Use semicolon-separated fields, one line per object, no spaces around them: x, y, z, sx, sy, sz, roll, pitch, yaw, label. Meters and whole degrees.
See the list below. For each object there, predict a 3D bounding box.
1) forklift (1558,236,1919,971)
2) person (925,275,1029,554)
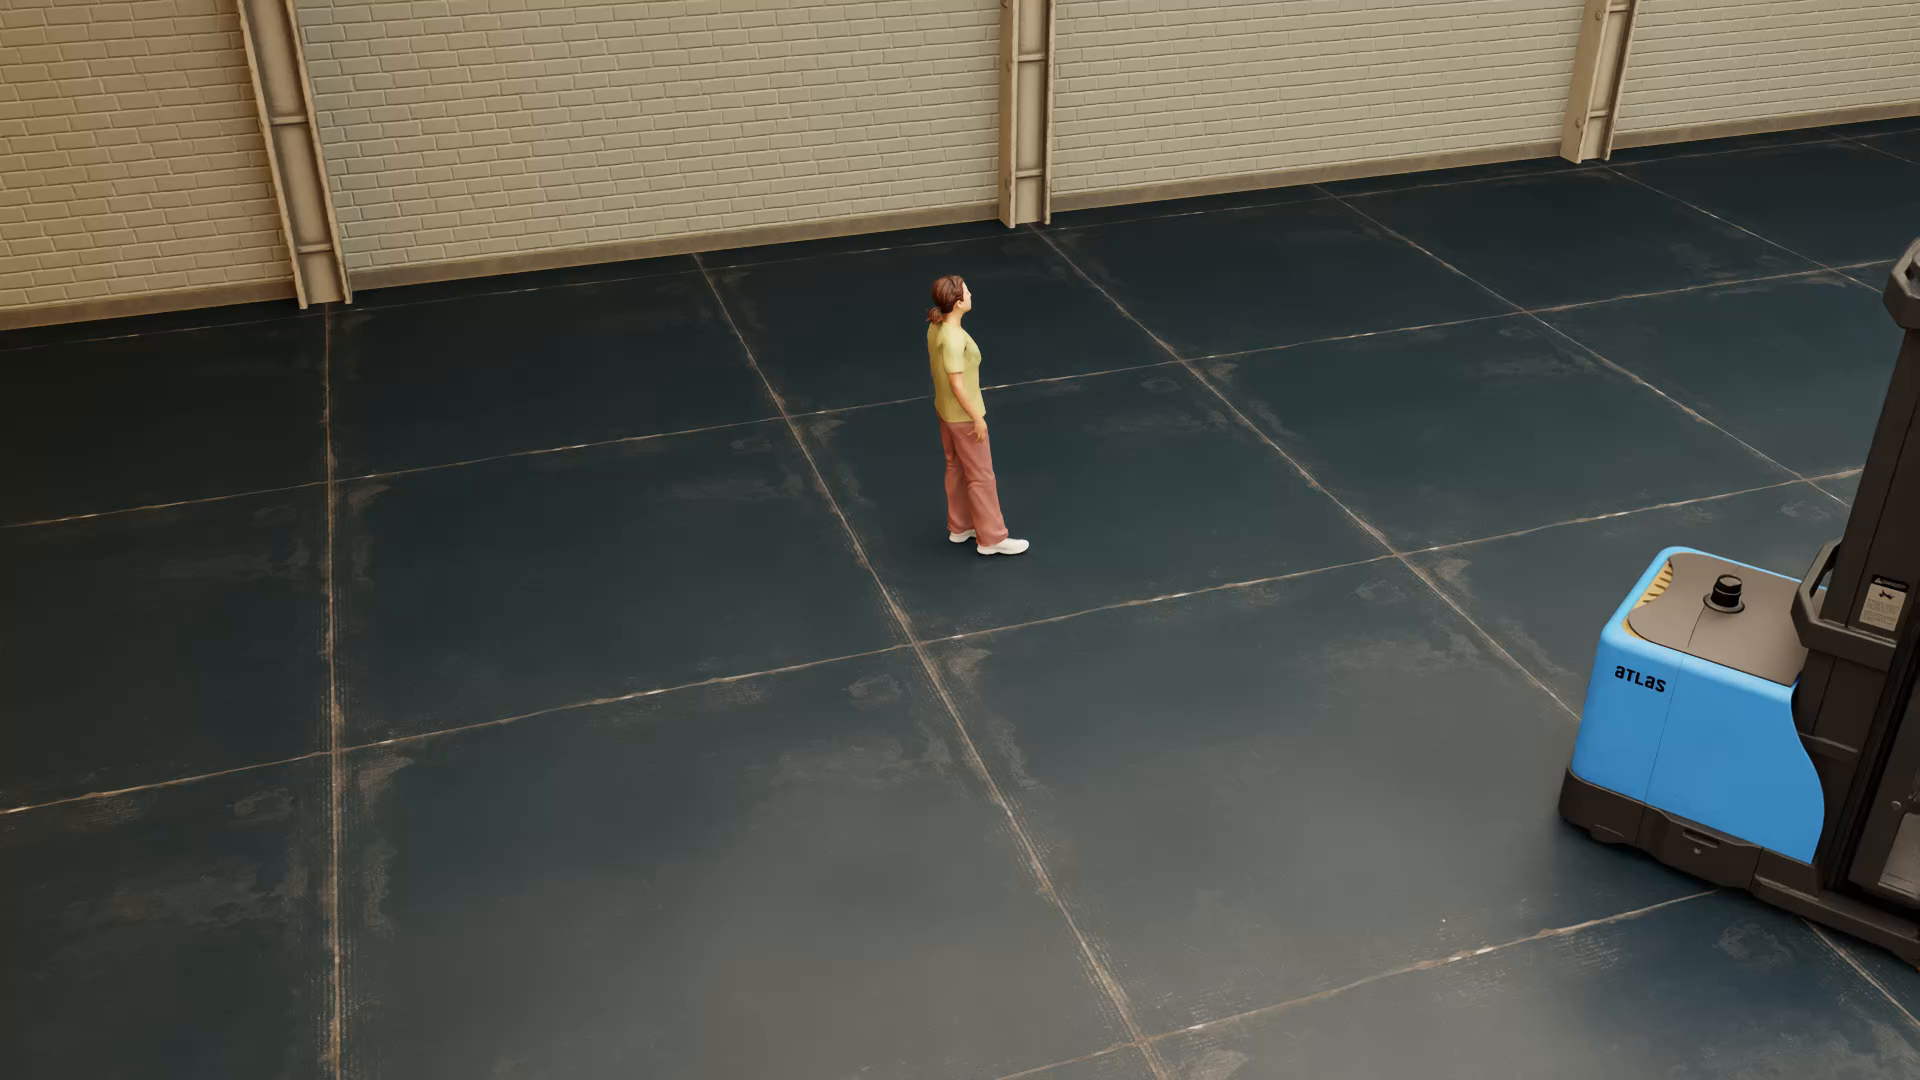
4.261;0.299;6.568;3.031;2.935;1.130;20;36;31;forklift
0.074;-0.739;9.615;0.548;1.673;0.553;-10;31;-16;person
